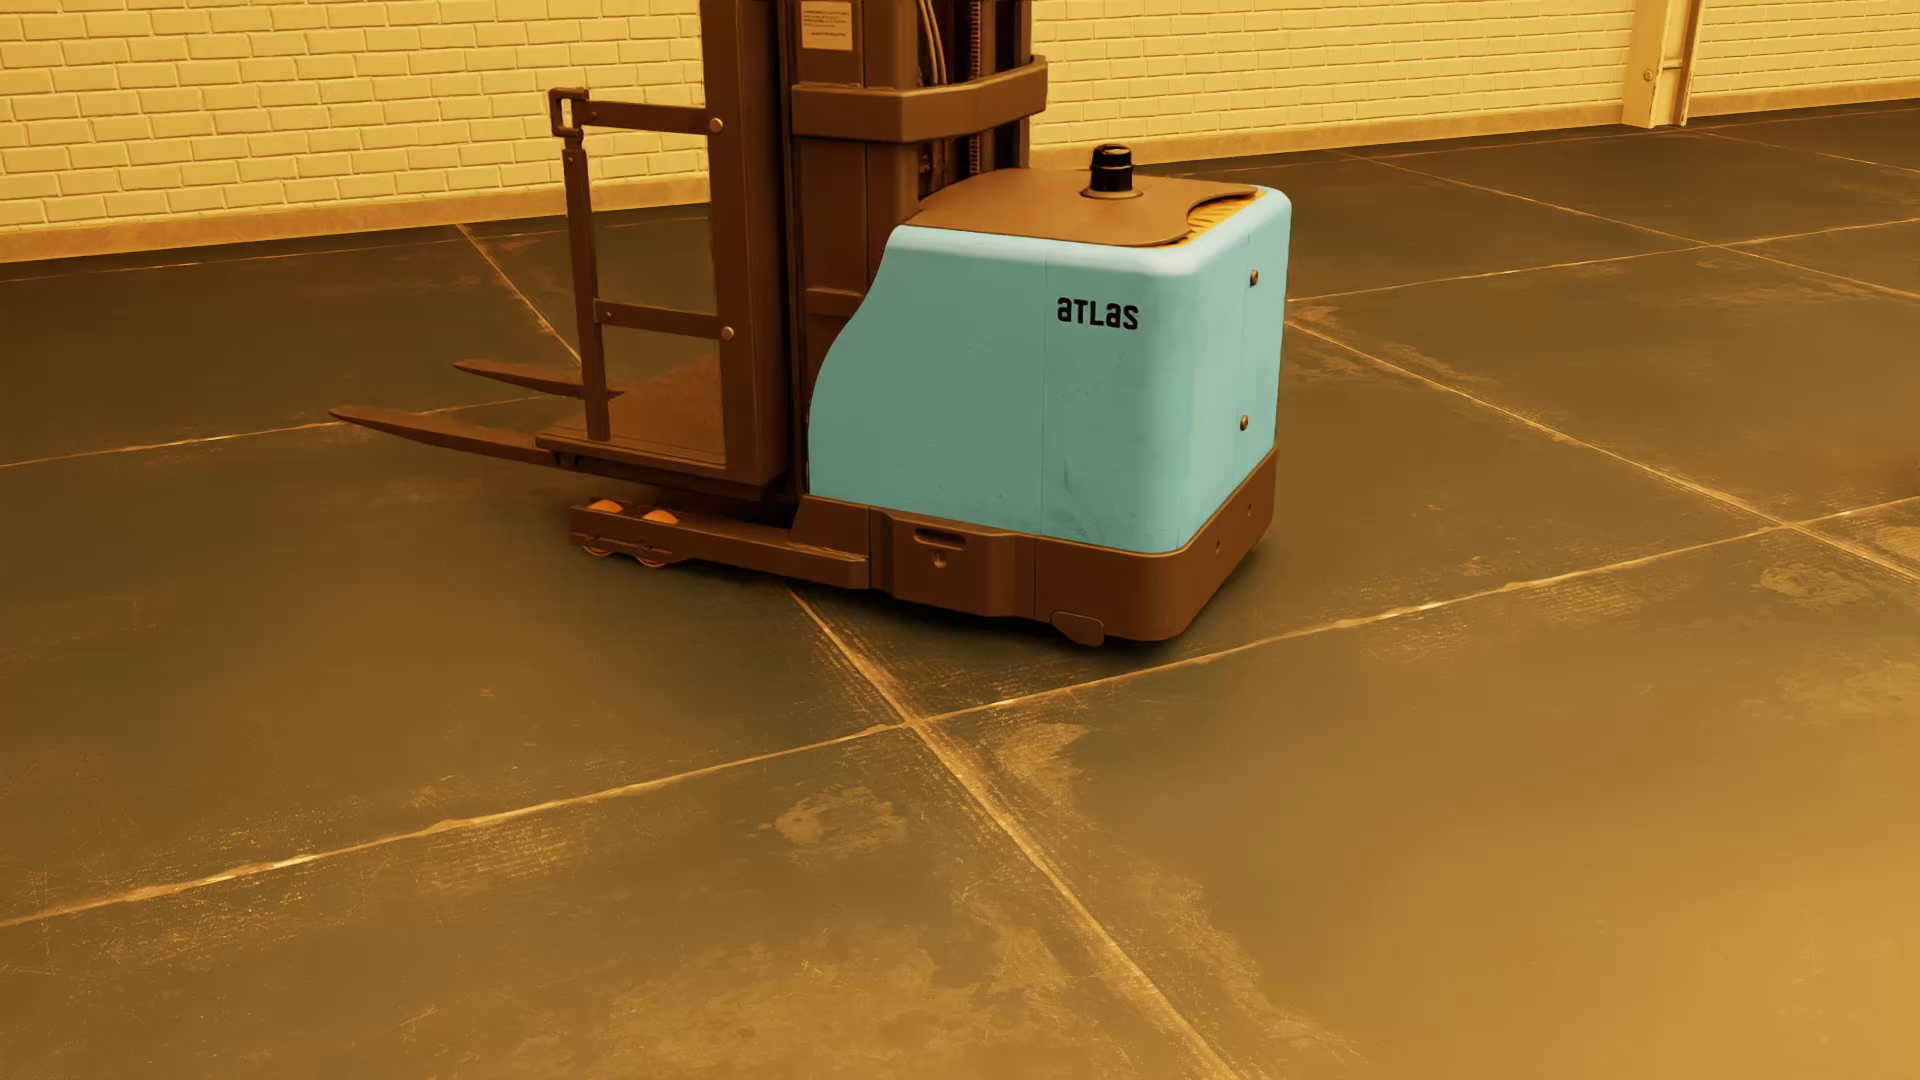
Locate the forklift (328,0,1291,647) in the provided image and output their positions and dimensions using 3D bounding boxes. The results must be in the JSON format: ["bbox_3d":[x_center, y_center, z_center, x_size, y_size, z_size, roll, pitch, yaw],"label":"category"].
[{"bbox_3d":[-0.605,-1.442,4.758,3.031,2.935,1.130,10,25,23],"label":"forklift"}]

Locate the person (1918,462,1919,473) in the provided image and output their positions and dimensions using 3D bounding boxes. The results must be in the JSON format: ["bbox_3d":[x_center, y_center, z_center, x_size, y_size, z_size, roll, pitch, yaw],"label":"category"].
[{"bbox_3d":[3.394,-1.008,5.223,0.453,1.777,0.607,-3,23,-8],"label":"person"}]
